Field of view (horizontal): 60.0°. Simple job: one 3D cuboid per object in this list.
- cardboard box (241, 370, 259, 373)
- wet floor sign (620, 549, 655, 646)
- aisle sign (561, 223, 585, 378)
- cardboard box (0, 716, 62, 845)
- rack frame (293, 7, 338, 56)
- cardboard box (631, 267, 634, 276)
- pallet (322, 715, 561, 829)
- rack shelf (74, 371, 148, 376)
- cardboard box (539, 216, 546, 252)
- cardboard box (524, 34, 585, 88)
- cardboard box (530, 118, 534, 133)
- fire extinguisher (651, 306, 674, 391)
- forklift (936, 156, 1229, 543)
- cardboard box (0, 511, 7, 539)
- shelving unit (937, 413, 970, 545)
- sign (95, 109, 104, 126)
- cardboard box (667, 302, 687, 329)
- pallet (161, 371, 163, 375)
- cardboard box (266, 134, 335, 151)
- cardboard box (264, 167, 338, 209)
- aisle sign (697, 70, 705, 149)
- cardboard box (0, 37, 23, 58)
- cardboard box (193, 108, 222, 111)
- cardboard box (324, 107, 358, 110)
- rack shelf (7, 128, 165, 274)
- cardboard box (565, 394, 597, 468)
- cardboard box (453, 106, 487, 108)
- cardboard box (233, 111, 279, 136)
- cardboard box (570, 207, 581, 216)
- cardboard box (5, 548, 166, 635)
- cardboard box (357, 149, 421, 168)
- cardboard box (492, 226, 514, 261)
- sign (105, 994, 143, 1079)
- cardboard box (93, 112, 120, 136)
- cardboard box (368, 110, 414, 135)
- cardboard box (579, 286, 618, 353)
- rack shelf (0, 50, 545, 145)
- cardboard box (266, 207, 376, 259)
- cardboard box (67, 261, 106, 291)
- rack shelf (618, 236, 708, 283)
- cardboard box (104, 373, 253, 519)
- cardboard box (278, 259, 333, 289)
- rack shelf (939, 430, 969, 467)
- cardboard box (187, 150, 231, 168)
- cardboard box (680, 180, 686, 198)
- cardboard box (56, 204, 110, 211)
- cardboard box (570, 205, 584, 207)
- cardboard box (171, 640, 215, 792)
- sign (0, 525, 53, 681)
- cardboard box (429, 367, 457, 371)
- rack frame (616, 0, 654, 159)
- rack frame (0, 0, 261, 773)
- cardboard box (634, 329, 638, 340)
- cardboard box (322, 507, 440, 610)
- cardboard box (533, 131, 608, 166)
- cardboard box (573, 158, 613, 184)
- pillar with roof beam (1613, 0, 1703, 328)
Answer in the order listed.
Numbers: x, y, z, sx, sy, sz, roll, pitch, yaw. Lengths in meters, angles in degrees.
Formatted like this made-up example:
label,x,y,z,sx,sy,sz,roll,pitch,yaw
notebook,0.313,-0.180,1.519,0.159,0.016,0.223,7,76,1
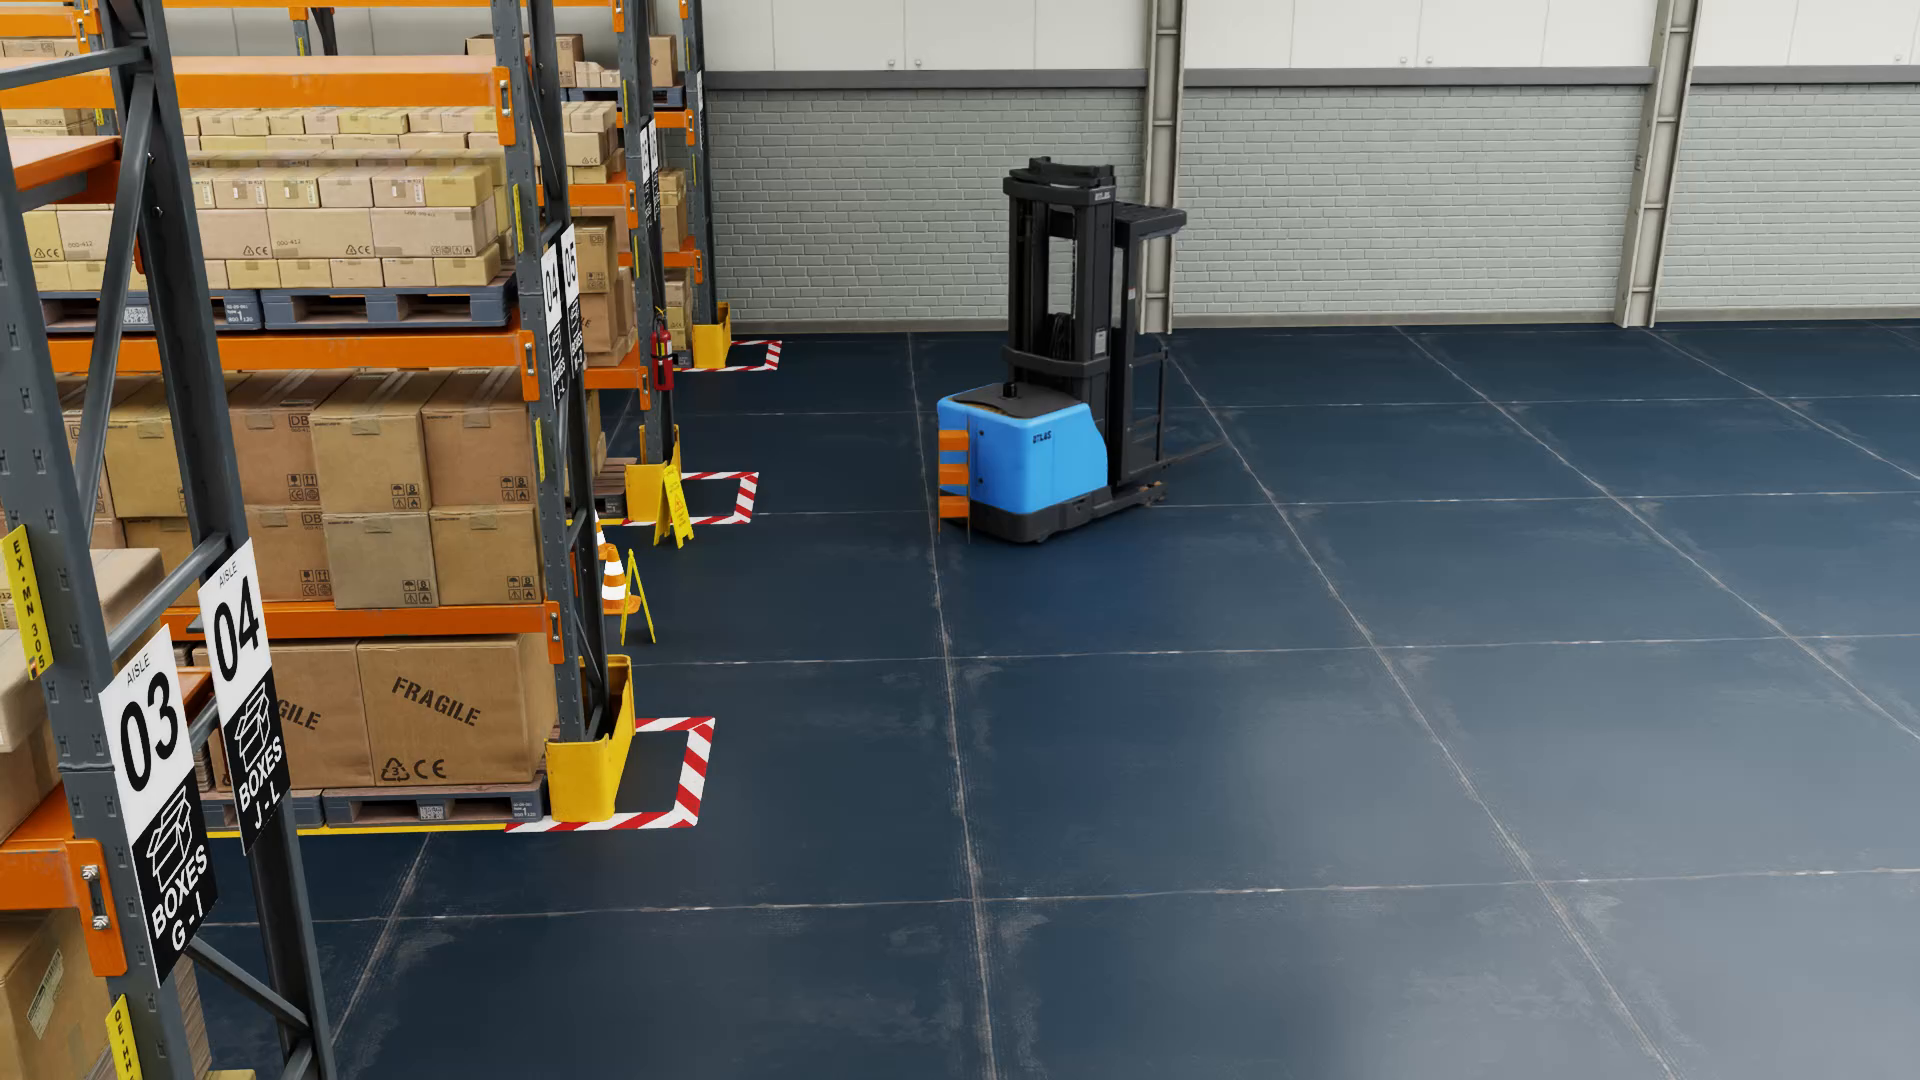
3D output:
label,x,y,z,sx,sy,sz,roll,pitch,yaw
cardboard box,-5.738,-1.500,13.698,0.250,0.149,0.380,-1,21,-3
wet floor sign,-2.290,0.386,11.700,0.232,0.644,0.267,-5,21,-12
aisle sign,-2.153,-1.333,9.253,0.004,0.787,0.394,-1,21,-3
cardboard box,-2.491,0.522,4.029,0.500,0.250,0.500,-1,21,-2
rack frame,-6.870,-6.252,17.395,0.127,3.000,1.000,-1,21,-3
cardboard box,-3.866,-2.954,19.033,0.500,0.250,0.500,-1,21,-3
pallet,-3.000,1.337,9.812,1.213,0.211,1.003,-1,21,-3
rack shelf,-8.580,-1.308,13.853,4.000,0.370,1.077,-1,21,-3
cardboard box,-3.593,-2.324,13.545,0.500,0.500,0.700,-1,21,-3
cardboard box,-4.333,-5.140,17.820,0.500,0.500,0.700,-1,21,-3
cardboard box,-3.424,-3.308,13.112,0.250,0.149,0.380,-1,21,-4
fire extinguisher,-2.449,-1.569,13.635,0.183,0.674,0.296,-1,21,-3
forklift,1.190,-1.779,14.175,1.130,2.935,3.031,19,28,41
cardboard box,-5.284,-0.030,9.273,0.550,0.550,0.875,-1,21,-3
shelving unit,-0.053,-0.490,13.431,0.252,1.050,0.215,-1,21,-3
sign,-6.548,-3.316,12.618,0.005,0.325,0.100,-1,21,-3
cardboard box,-3.345,-2.554,18.684,0.500,0.250,0.500,-1,21,-4
pallet,-8.824,-2.090,18.815,1.213,0.211,1.003,-1,21,-3
cardboard box,-5.113,-3.087,13.090,0.500,0.250,0.500,-1,21,-3
cardboard box,-3.287,-1.767,8.333,0.250,0.149,0.380,-1,21,-2
aisle sign,-2.794,-4.641,17.943,0.004,0.787,0.394,-1,21,-3
cardboard box,-10.127,-4.987,17.416,0.500,0.500,0.500,-1,21,-3
cardboard box,-6.024,-3.459,13.507,0.250,0.149,0.380,-2,21,-4
cardboard box,-4.988,-3.476,13.553,0.250,0.149,0.380,-1,21,-2
rack shelf,-4.021,-0.671,3.753,4.000,0.370,1.077,-1,21,-3
cardboard box,-3.375,-0.919,14.040,0.500,0.500,0.500,-1,21,-3
cardboard box,-3.957,-3.477,13.555,0.250,0.149,0.380,-1,21,-3
cardboard box,-5.464,-3.246,12.949,0.250,0.149,0.380,-1,21,-3
cardboard box,-4.383,-3.455,18.340,0.500,0.500,0.500,-2,21,-4
cardboard box,-2.312,0.159,4.421,0.250,0.149,0.380,-1,21,-3
cardboard box,-3.063,-2.006,8.961,0.250,0.149,0.380,-1,21,-4
cardboard box,-2.567,-1.644,9.131,0.250,0.149,0.380,-1,21,-3
sign,-2.012,1.263,4.017,0.005,0.325,0.100,-1,21,-3
cardboard box,-7.189,-3.344,13.593,0.500,0.250,0.500,-2,21,-5
cardboard box,-4.440,-3.269,13.007,0.250,0.149,0.380,-1,21,-2
cardboard box,-3.116,-1.843,13.688,0.500,0.500,0.500,-2,21,-4
rack shelf,-4.203,-2.250,8.457,4.000,0.370,1.077,-1,21,-3
cardboard box,-3.178,-1.605,8.466,0.500,0.250,0.500,-1,21,-3
cardboard box,-4.298,-1.374,8.420,0.250,0.149,0.380,-1,21,-2
rack shelf,-4.873,-3.153,18.697,4.000,0.370,1.077,-1,21,-3
cardboard box,-4.211,-0.527,9.061,0.500,0.550,0.875,-1,21,-3
cardboard box,-3.279,-1.395,8.476,0.250,0.149,0.380,-1,21,-3
rack shelf,-0.053,-0.745,13.334,0.240,0.259,0.215,-1,21,-3
cardboard box,-4.082,-1.986,8.907,0.250,0.149,0.380,-1,21,-2
cardboard box,-3.230,-3.965,18.767,0.250,0.149,0.380,-2,21,-4
cardboard box,-4.298,-1.746,8.278,0.250,0.149,0.380,-1,21,-3
cardboard box,-4.235,-3.750,18.204,0.250,0.149,0.380,-2,21,-5
cardboard box,-4.668,0.860,9.541,0.875,0.875,0.875,-1,21,-3
sign,-2.012,0.136,3.588,0.005,0.325,0.100,-1,21,-3
cardboard box,-4.224,-1.515,13.736,0.250,0.149,0.380,-1,21,-4
rack frame,-2.590,-4.570,12.977,0.127,3.000,1.000,-1,21,-3
rack frame,-2.024,-1.050,3.731,0.127,3.000,1.000,-1,21,-3
cardboard box,-3.825,-2.312,18.753,0.500,0.250,0.500,-1,21,-3
cardboard box,-3.122,-0.038,9.293,0.550,0.550,0.875,-1,21,-3
cardboard box,-3.085,-3.131,13.206,0.500,0.250,0.500,-1,21,-4
cardboard box,-2.930,-2.944,13.276,0.250,0.149,0.380,-1,21,-3
pillar with roof beam,8.603,-5.354,15.036,0.400,9.000,9.100,-1,21,-3
